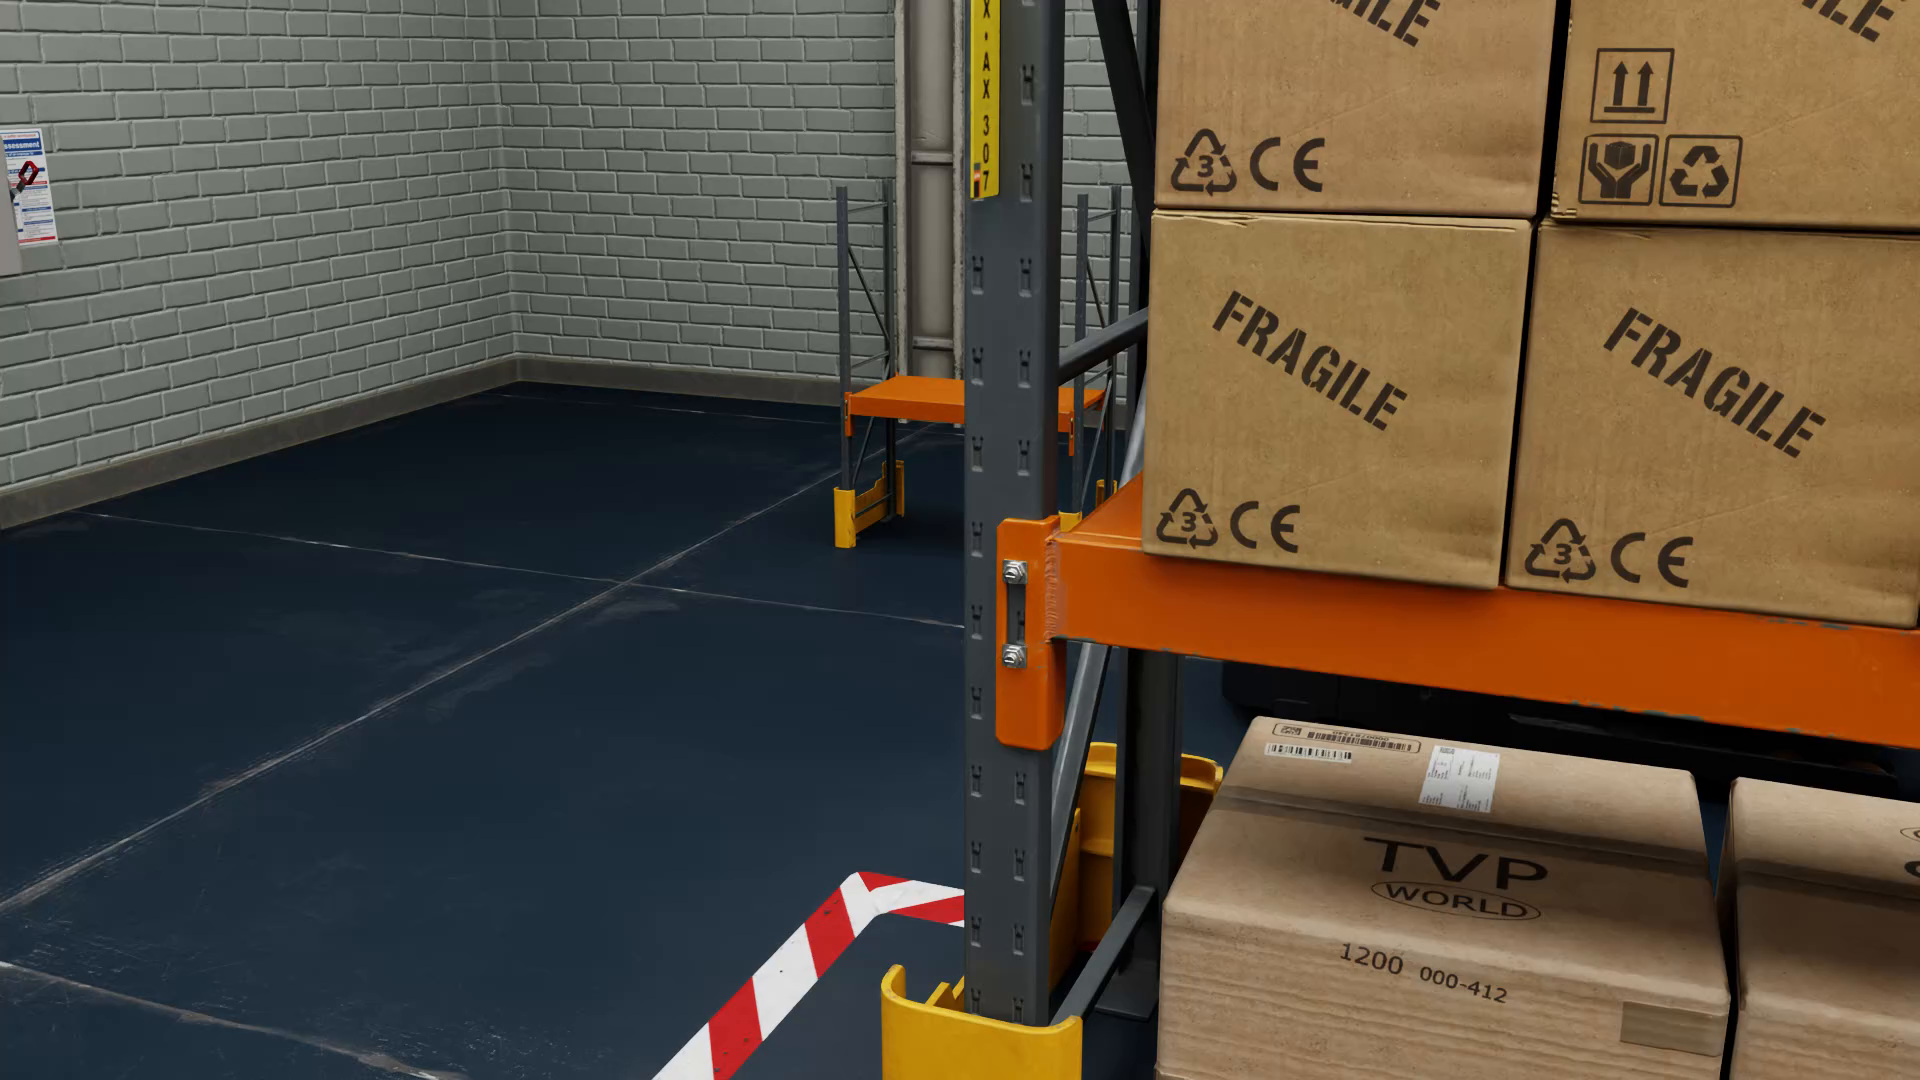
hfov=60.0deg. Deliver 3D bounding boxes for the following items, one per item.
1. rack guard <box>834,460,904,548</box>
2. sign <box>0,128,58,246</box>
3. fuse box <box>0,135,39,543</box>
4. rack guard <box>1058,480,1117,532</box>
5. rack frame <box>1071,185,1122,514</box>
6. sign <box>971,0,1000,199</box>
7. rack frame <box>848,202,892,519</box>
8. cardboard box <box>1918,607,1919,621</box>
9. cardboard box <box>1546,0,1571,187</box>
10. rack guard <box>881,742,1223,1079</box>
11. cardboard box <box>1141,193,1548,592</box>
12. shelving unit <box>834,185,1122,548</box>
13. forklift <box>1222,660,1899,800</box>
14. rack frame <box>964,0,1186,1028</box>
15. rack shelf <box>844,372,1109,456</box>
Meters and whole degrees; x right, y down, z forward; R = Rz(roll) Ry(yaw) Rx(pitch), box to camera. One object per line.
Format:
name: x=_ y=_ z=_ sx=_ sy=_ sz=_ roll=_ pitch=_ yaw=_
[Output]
rack guard: x=-0.392 y=-0.163 z=7.287 sx=0.087 sy=0.250 sz=0.587 roll=6 pitch=17 yaw=21
sign: x=-4.114 y=-1.537 z=7.258 sx=0.001 sy=0.494 sz=0.329 roll=6 pitch=17 yaw=21
fuse box: x=-4.103 y=-0.815 z=6.911 sx=0.414 sy=1.711 sz=0.539 roll=6 pitch=17 yaw=21
rack guard: x=0.534 y=-0.061 z=6.936 sx=0.087 sy=0.250 sz=0.587 roll=6 pitch=17 yaw=21
rack frame: x=0.552 y=-0.660 z=6.755 sx=0.032 sy=1.500 sz=0.500 roll=6 pitch=17 yaw=21
sign: x=0.035 y=-0.643 z=2.314 sx=0.005 sy=0.325 sz=0.100 roll=6 pitch=17 yaw=21
rack frame: x=-0.393 y=-0.764 z=7.115 sx=0.013 sy=1.308 sz=0.475 roll=6 pitch=17 yaw=21
cardboard box: x=1.533 y=-0.156 z=2.151 sx=0.500 sy=0.500 sz=0.500 roll=6 pitch=17 yaw=20
cardboard box: x=0.780 y=-0.873 z=2.829 sx=0.500 sy=0.500 sz=0.500 roll=7 pitch=18 yaw=22
rack guard: x=0.222 y=0.865 z=3.297 sx=0.348 sy=0.500 sz=1.175 roll=6 pitch=17 yaw=21
cardboard box: x=0.586 y=-0.257 z=2.500 sx=0.500 sy=0.500 sz=0.500 roll=6 pitch=17 yaw=20
shelving unit: x=0.071 y=-0.712 z=6.938 sx=1.083 sy=1.500 sz=0.587 roll=6 pitch=17 yaw=21
forklift: x=2.392 y=-0.804 z=4.687 sx=3.031 sy=2.935 sz=1.130 roll=7 pitch=18 yaw=22
rack frame: x=0.244 y=-0.333 z=2.940 sx=0.127 sy=3.000 sz=1.000 roll=6 pitch=17 yaw=21
rack shelf: x=0.079 y=-0.539 z=6.985 sx=1.000 sy=0.185 sz=0.538 roll=6 pitch=17 yaw=21
